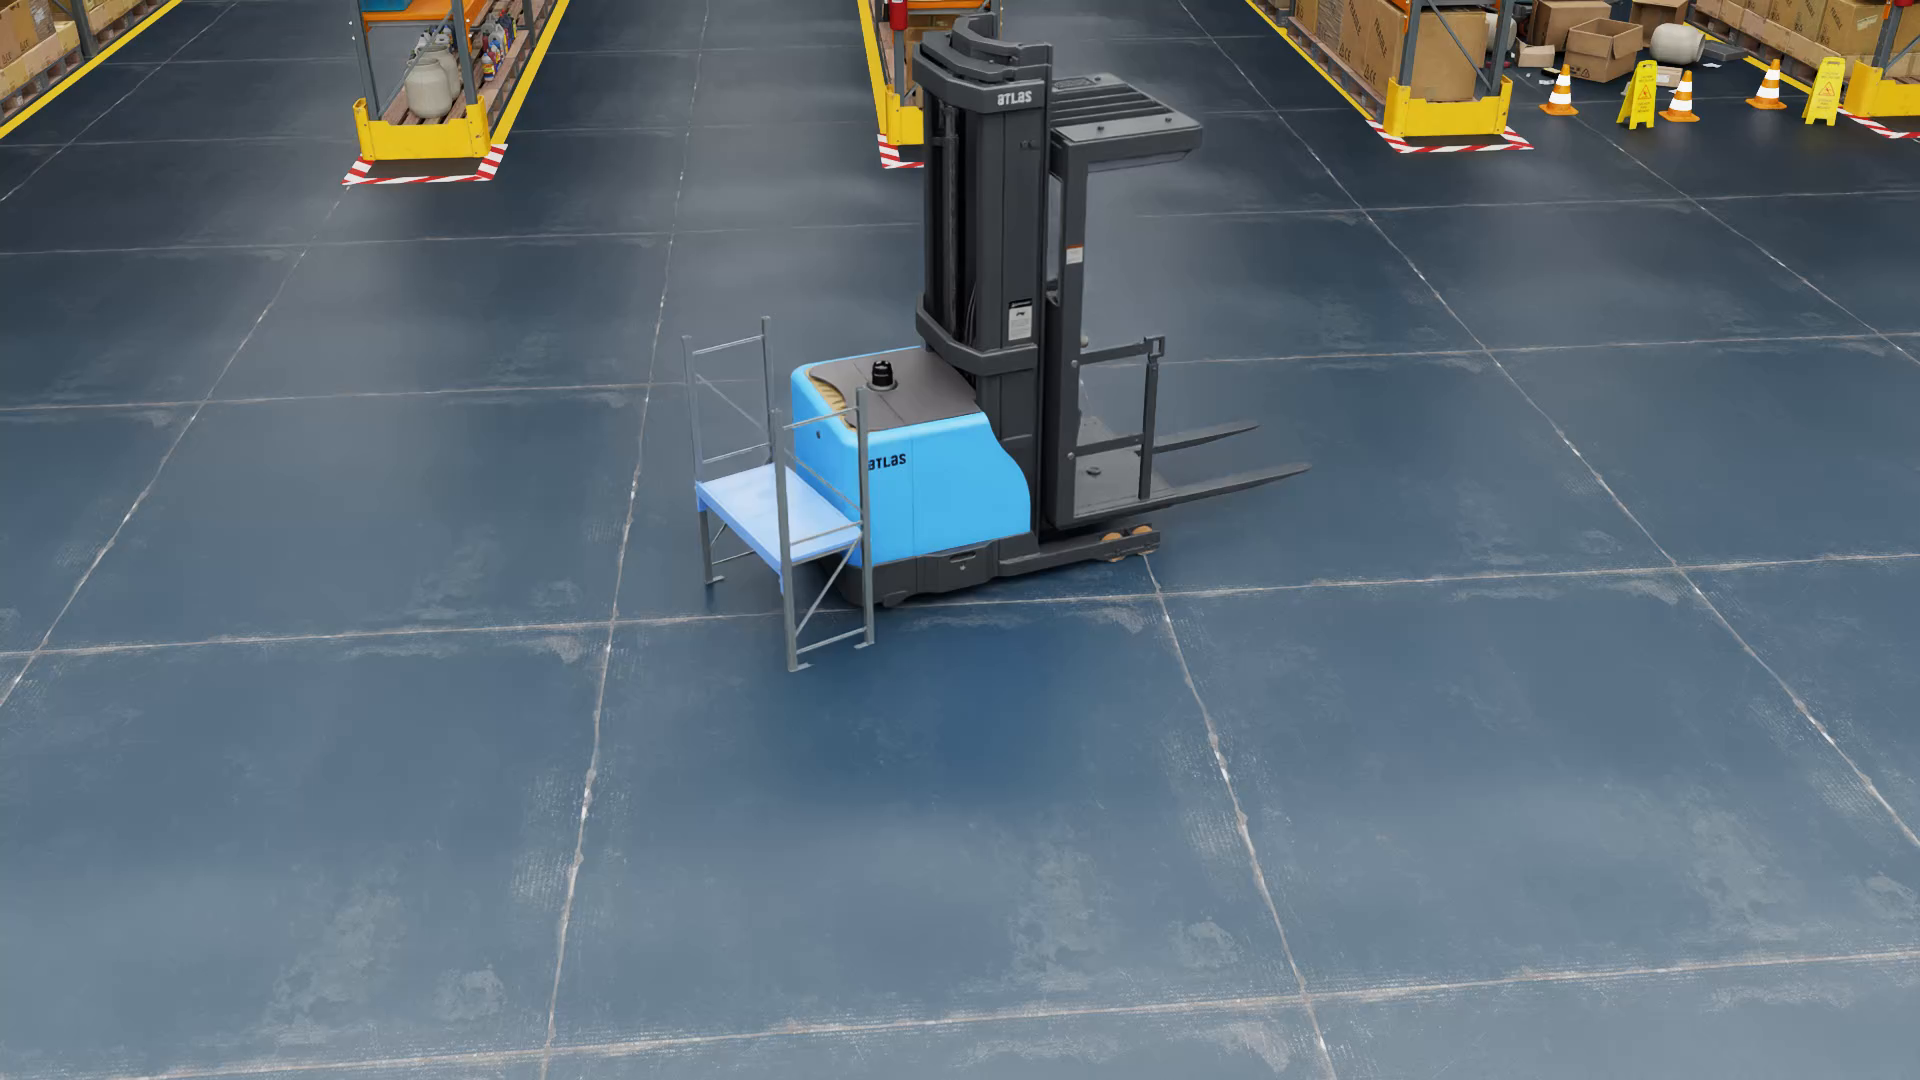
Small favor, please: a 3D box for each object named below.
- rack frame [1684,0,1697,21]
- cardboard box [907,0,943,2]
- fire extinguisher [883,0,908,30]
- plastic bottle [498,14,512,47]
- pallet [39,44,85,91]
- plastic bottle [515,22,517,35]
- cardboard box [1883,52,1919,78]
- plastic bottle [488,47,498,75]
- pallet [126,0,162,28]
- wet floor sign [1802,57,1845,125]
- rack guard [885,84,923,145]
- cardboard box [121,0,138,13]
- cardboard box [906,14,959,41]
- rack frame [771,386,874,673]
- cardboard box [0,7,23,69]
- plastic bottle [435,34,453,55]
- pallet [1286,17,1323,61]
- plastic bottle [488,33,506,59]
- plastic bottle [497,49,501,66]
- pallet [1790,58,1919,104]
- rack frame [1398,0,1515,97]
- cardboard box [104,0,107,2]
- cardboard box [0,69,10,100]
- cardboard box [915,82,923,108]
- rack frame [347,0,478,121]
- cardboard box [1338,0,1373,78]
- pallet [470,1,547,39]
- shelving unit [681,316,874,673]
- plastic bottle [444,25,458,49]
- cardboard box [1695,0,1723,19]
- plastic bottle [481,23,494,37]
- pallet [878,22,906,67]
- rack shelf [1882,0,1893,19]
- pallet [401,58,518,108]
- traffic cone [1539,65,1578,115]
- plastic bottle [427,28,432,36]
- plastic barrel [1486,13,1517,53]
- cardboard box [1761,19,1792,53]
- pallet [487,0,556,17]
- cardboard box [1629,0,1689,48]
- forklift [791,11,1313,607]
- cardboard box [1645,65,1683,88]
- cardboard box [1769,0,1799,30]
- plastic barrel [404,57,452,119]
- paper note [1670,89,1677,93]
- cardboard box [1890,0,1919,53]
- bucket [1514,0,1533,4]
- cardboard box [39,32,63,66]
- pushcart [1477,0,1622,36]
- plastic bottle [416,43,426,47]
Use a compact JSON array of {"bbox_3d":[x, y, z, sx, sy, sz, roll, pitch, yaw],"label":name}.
[{"bbox_3d":[9.366,-7.720,19.750,1.000,3.000,0.127,-3,31,-5],"label":"rack frame"},{"bbox_3d":[-0.359,-5.231,15.827,0.380,0.149,0.250,-3,31,-5],"label":"cardboard box"},{"bbox_3d":[-0.575,-5.089,15.421,0.296,0.674,0.183,-3,31,-5],"label":"fire extinguisher"},{"bbox_3d":[-5.067,-5.647,18.432,0.144,0.351,0.185,-4,31,-7],"label":"plastic bottle"},{"bbox_3d":[-10.332,-5.167,18.195,1.003,0.211,1.213,-3,31,-5],"label":"pallet"},{"bbox_3d":[-5.088,-5.825,18.877,0.097,0.201,0.097,0,31,0],"label":"plastic bottle"},{"bbox_3d":[9.939,-5.103,17.640,0.500,0.250,0.500,-3,31,-5],"label":"cardboard box"},{"bbox_3d":[-4.921,-5.045,17.492,0.061,0.283,0.133,-2,31,-4],"label":"plastic bottle"},{"bbox_3d":[-10.589,-6.574,20.550,1.003,0.211,1.213,-3,31,-5],"label":"pallet"},{"bbox_3d":[8.692,-4.519,16.686,0.267,0.644,0.232,8,32,13],"label":"wet floor sign"},{"bbox_3d":[-0.134,-4.169,16.242,1.175,0.500,0.348,-3,31,-5],"label":"rack guard"},{"bbox_3d":[-10.253,-6.516,20.005,0.500,0.250,0.500,-4,31,-6],"label":"cardboard box"},{"bbox_3d":[-0.306,-5.541,18.130,0.500,0.500,0.500,-5,31,-9],"label":"cardboard box"},{"bbox_3d":[-0.673,-0.030,8.338,0.500,1.500,0.032,-18,35,-28],"label":"rack frame"},{"bbox_3d":[-9.957,-5.102,16.908,0.500,0.500,0.500,-3,31,-5],"label":"cardboard box"},{"bbox_3d":[-5.567,-5.302,17.928,0.152,0.276,0.135,-3,31,-5],"label":"plastic bottle"},{"bbox_3d":[4.440,-5.842,19.325,1.003,0.211,1.213,-3,31,-5],"label":"pallet"},{"bbox_3d":[-5.026,-5.366,18.036,0.152,0.276,0.135,-2,31,-4],"label":"plastic bottle"},{"bbox_3d":[-4.968,-5.170,17.781,0.097,0.201,0.097,0,31,0],"label":"plastic bottle"},{"bbox_3d":[9.692,-4.936,17.808,1.003,0.211,1.213,-3,31,-5],"label":"pallet"},{"bbox_3d":[4.821,-5.389,15.847,1.000,3.000,0.127,-3,31,-5],"label":"rack frame"},{"bbox_3d":[-10.196,-6.492,19.418,0.500,0.311,0.500,-3,31,-5],"label":"cardboard box"},{"bbox_3d":[-9.916,-4.525,16.672,0.500,0.250,0.500,-3,31,-5],"label":"cardboard box"},{"bbox_3d":[-0.169,-4.630,16.604,0.500,0.500,0.500,3,31,5],"label":"cardboard box"},{"bbox_3d":[-5.059,-4.966,15.138,1.000,3.000,0.127,-3,31,-5],"label":"rack frame"},{"bbox_3d":[4.607,-5.449,17.611,0.875,0.875,0.875,-3,31,-5],"label":"cardboard box"},{"bbox_3d":[-5.544,-6.210,19.941,1.003,0.211,1.213,-3,31,-5],"label":"pallet"},{"bbox_3d":[-0.947,-0.250,8.705,0.538,1.500,1.048,-18,35,-28],"label":"shelving unit"},{"bbox_3d":[-5.626,-5.634,18.412,0.144,0.351,0.185,-3,31,-5],"label":"plastic bottle"},{"bbox_3d":[9.152,-6.406,19.821,0.500,0.250,0.500,-4,31,-7],"label":"cardboard box"},{"bbox_3d":[-5.212,-5.595,18.418,0.152,0.276,0.135,-3,31,-5],"label":"plastic bottle"},{"bbox_3d":[-0.403,-5.707,19.098,1.003,0.211,1.213,-3,31,-5],"label":"pallet"},{"bbox_3d":[9.553,-6.390,18.225,1.077,0.370,4.000,-3,31,-5],"label":"rack shelf"},{"bbox_3d":[-5.294,-4.842,17.650,1.003,0.211,1.213,-3,31,-5],"label":"pallet"},{"bbox_3d":[6.185,-4.639,17.065,0.336,0.463,0.334,-3,31,-5],"label":"traffic cone"},{"bbox_3d":[-5.778,-5.416,18.112,0.061,0.283,0.133,-1,31,-2],"label":"plastic bottle"},{"bbox_3d":[6.080,-5.820,19.080,0.512,0.421,0.421,20,36,29],"label":"plastic barrel"},{"bbox_3d":[9.301,-5.609,18.488,0.500,0.250,0.500,-4,31,-6],"label":"cardboard box"},{"bbox_3d":[-5.661,-6.834,20.986,1.003,0.211,1.213,-3,31,-5],"label":"pallet"},{"bbox_3d":[8.111,-6.036,19.365,0.500,0.500,0.500,20,36,29],"label":"cardboard box"},{"bbox_3d":[0.612,-1.370,9.185,3.031,2.935,1.130,-12,33,-19],"label":"forklift"},{"bbox_3d":[7.606,-5.026,18.019,0.380,0.149,0.250,13,33,21],"label":"cardboard box"},{"bbox_3d":[9.313,-5.920,18.277,0.500,0.500,0.500,-3,31,-6],"label":"cardboard box"},{"bbox_3d":[-5.196,-4.410,16.225,0.421,0.512,0.421,0,31,0],"label":"plastic barrel"},{"bbox_3d":[7.669,-4.790,17.740,0.148,0.019,0.142,-14,33,-22],"label":"paper note"},{"bbox_3d":[9.937,-5.437,17.468,0.500,0.500,0.500,-4,31,-6],"label":"cardboard box"},{"bbox_3d":[6.755,-6.719,19.784,0.726,0.611,0.620,8,22,13],"label":"bucket"},{"bbox_3d":[-10.066,-5.290,17.954,0.500,0.250,0.500,-3,31,-5],"label":"cardboard box"},{"bbox_3d":[7.100,-6.459,20.196,1.648,0.377,0.936,-14,33,-22],"label":"pushcart"},{"bbox_3d":[-5.676,-5.103,17.595,0.152,0.276,0.135,-4,31,-6],"label":"plastic bottle"}]
